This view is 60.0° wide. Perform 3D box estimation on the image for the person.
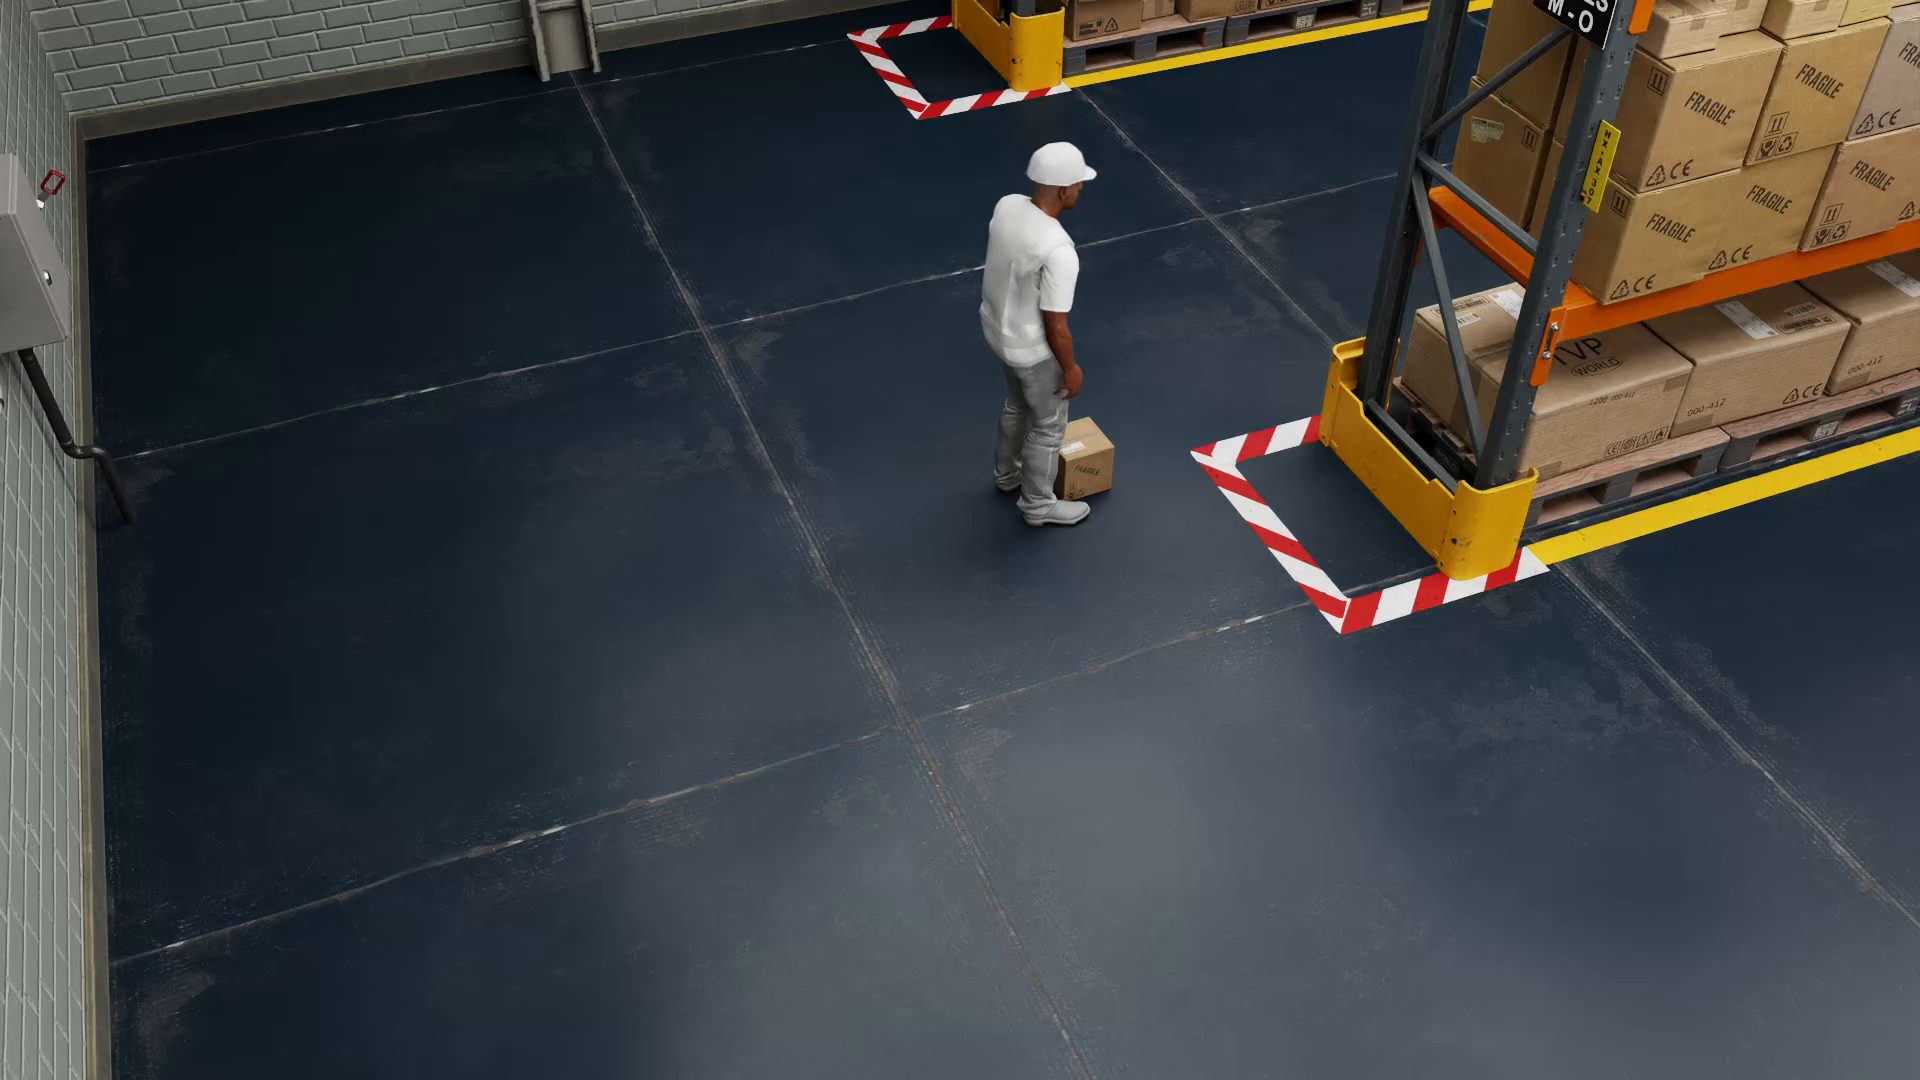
[{"bbox_3d":[0.339,-0.877,7.137,0.463,1.760,0.634,-16,44,-17],"label":"person"}]
